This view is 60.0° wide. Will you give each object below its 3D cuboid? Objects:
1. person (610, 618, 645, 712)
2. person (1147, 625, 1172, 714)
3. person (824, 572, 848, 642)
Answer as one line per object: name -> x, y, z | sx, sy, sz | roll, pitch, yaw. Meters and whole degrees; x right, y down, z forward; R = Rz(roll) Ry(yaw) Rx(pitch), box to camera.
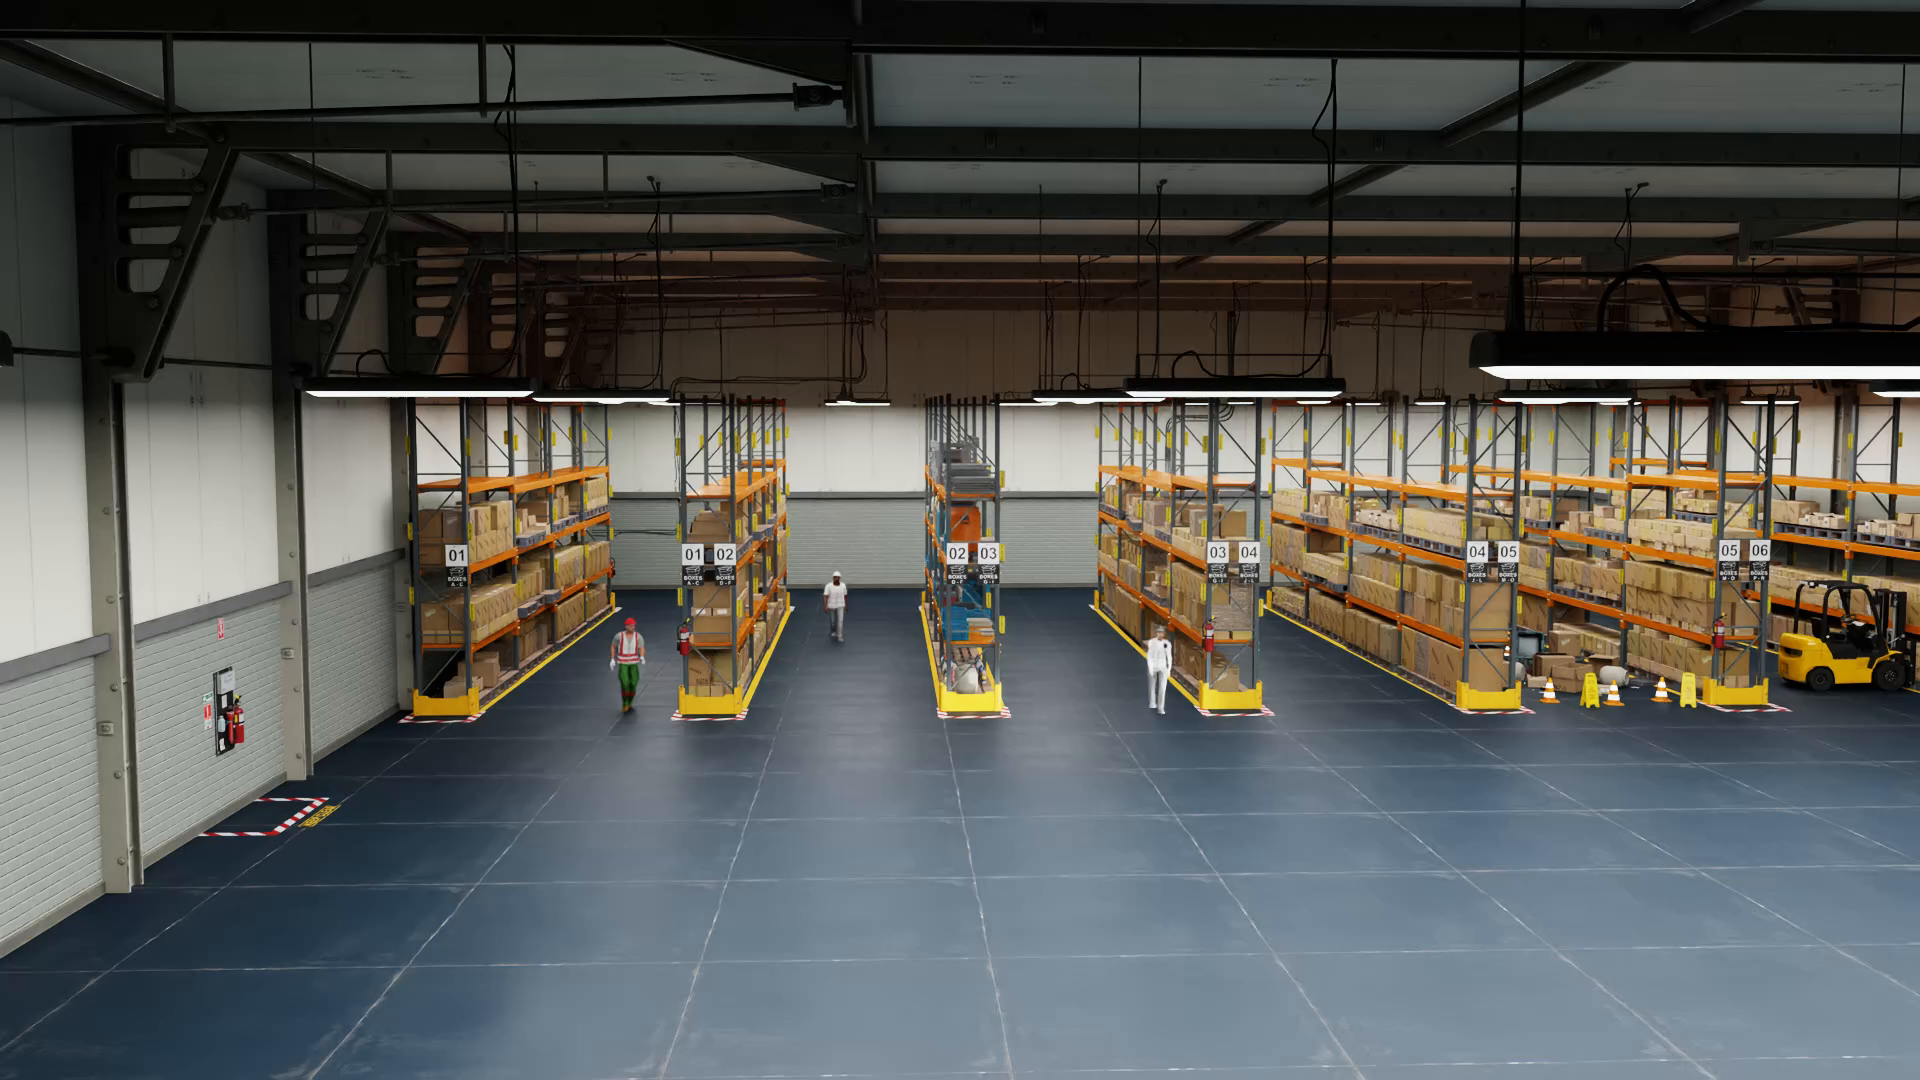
person -> -6.300, 2.389, 31.592 | 0.648, 1.822, 0.633 | -2, 5, -23
person -> 3.773, 2.415, 31.383 | 0.461, 1.660, 0.761 | 1, 5, 13
person -> -3.053, 1.630, 40.911 | 0.604, 1.714, 1.093 | 0, 5, -6
